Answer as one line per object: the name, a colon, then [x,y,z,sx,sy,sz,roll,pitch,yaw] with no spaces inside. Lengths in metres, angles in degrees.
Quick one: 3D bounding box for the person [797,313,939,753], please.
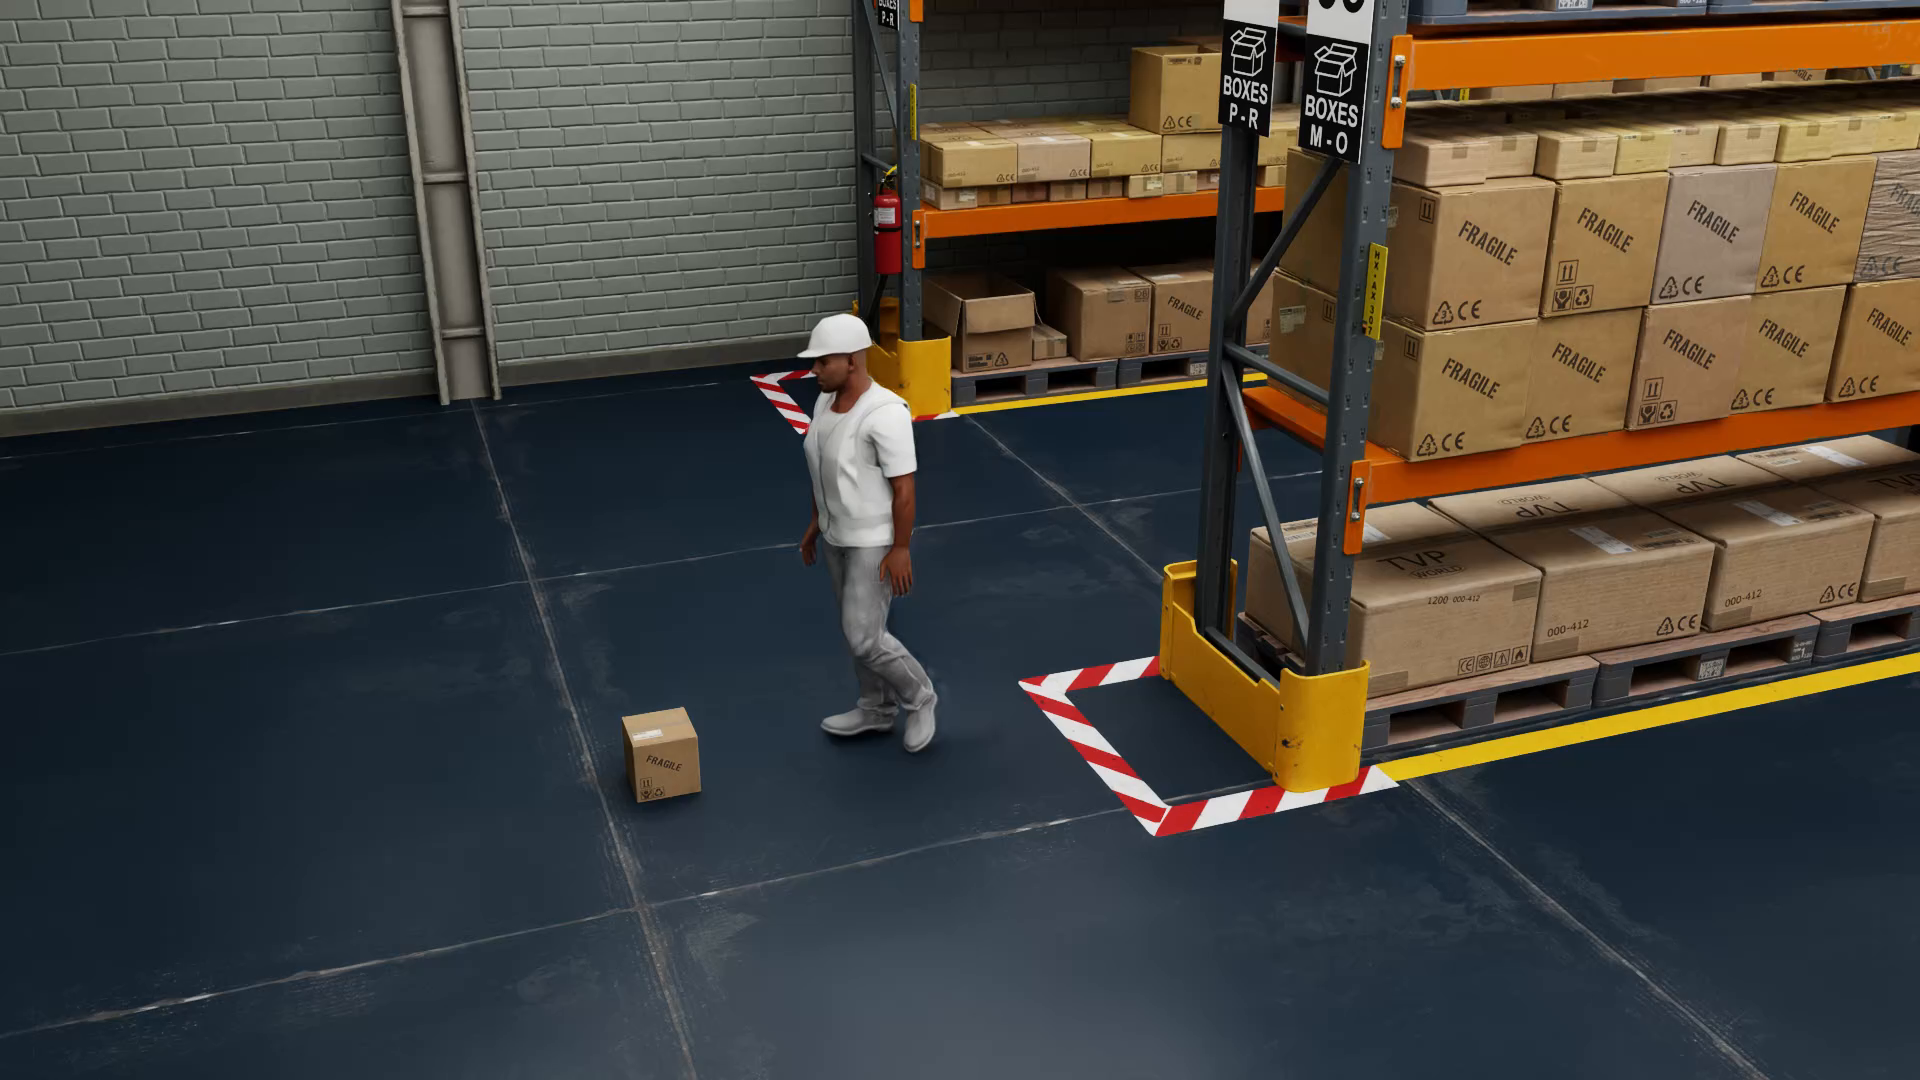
person: [-0.363,-0.025,6.562,0.481,1.762,0.598,-13,26,-29]
